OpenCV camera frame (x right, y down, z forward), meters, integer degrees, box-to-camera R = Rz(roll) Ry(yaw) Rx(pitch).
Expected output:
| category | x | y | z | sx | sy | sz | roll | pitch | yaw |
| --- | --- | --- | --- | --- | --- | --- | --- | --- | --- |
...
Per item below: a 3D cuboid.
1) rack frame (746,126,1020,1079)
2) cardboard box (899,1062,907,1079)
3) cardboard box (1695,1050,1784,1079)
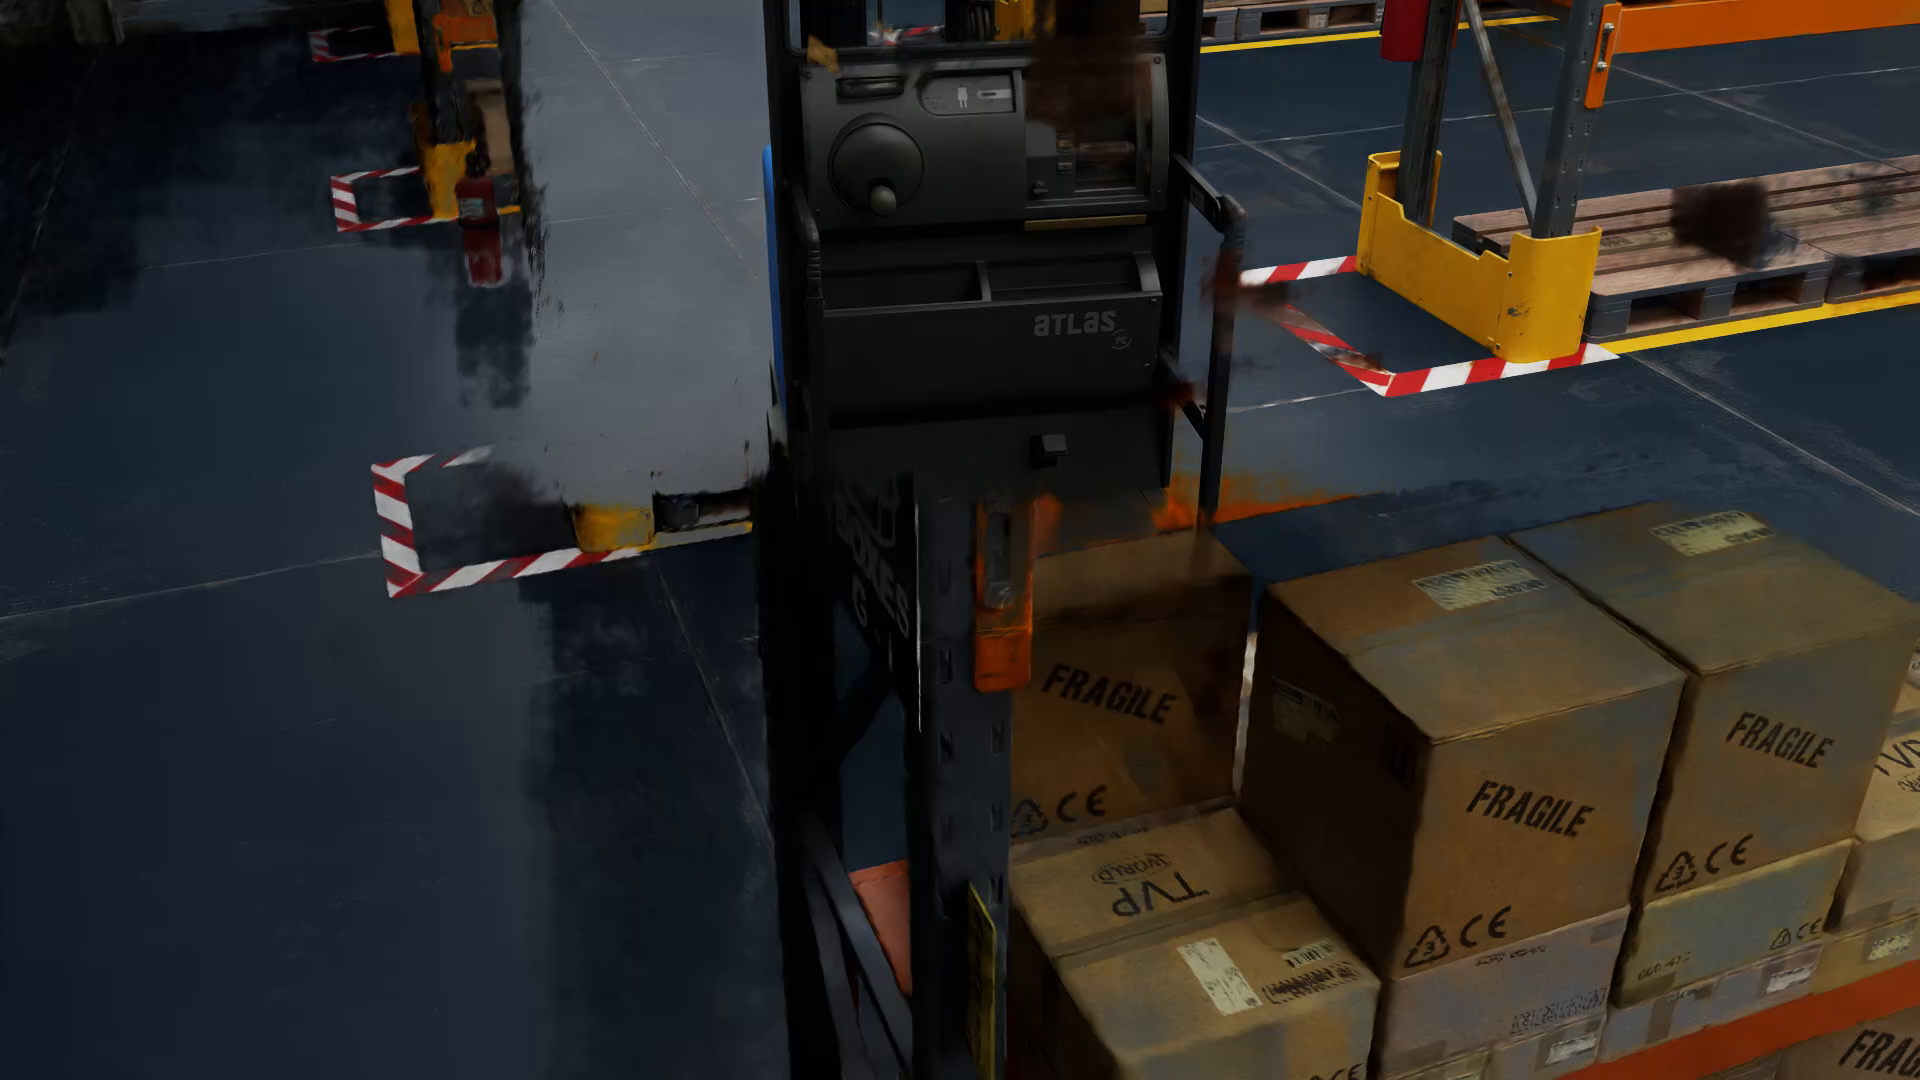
| category | x | y | z | sx | sy | sz | roll | pitch | yaw |
| --- | --- | --- | --- | --- | --- | --- | --- | --- | --- |
| rack frame | 0.384 | -4.586 | 10.270 | 0.127 | 3.000 | 1.000 | -10 | 31 | -18 |
| cardboard box | 0.956 | -3.993 | 10.951 | 0.875 | 0.875 | 0.875 | -10 | 31 | -18 |
| cardboard box | 1.809 | -4.150 | 11.226 | 0.875 | 0.875 | 0.875 | -10 | 31 | -18 |
